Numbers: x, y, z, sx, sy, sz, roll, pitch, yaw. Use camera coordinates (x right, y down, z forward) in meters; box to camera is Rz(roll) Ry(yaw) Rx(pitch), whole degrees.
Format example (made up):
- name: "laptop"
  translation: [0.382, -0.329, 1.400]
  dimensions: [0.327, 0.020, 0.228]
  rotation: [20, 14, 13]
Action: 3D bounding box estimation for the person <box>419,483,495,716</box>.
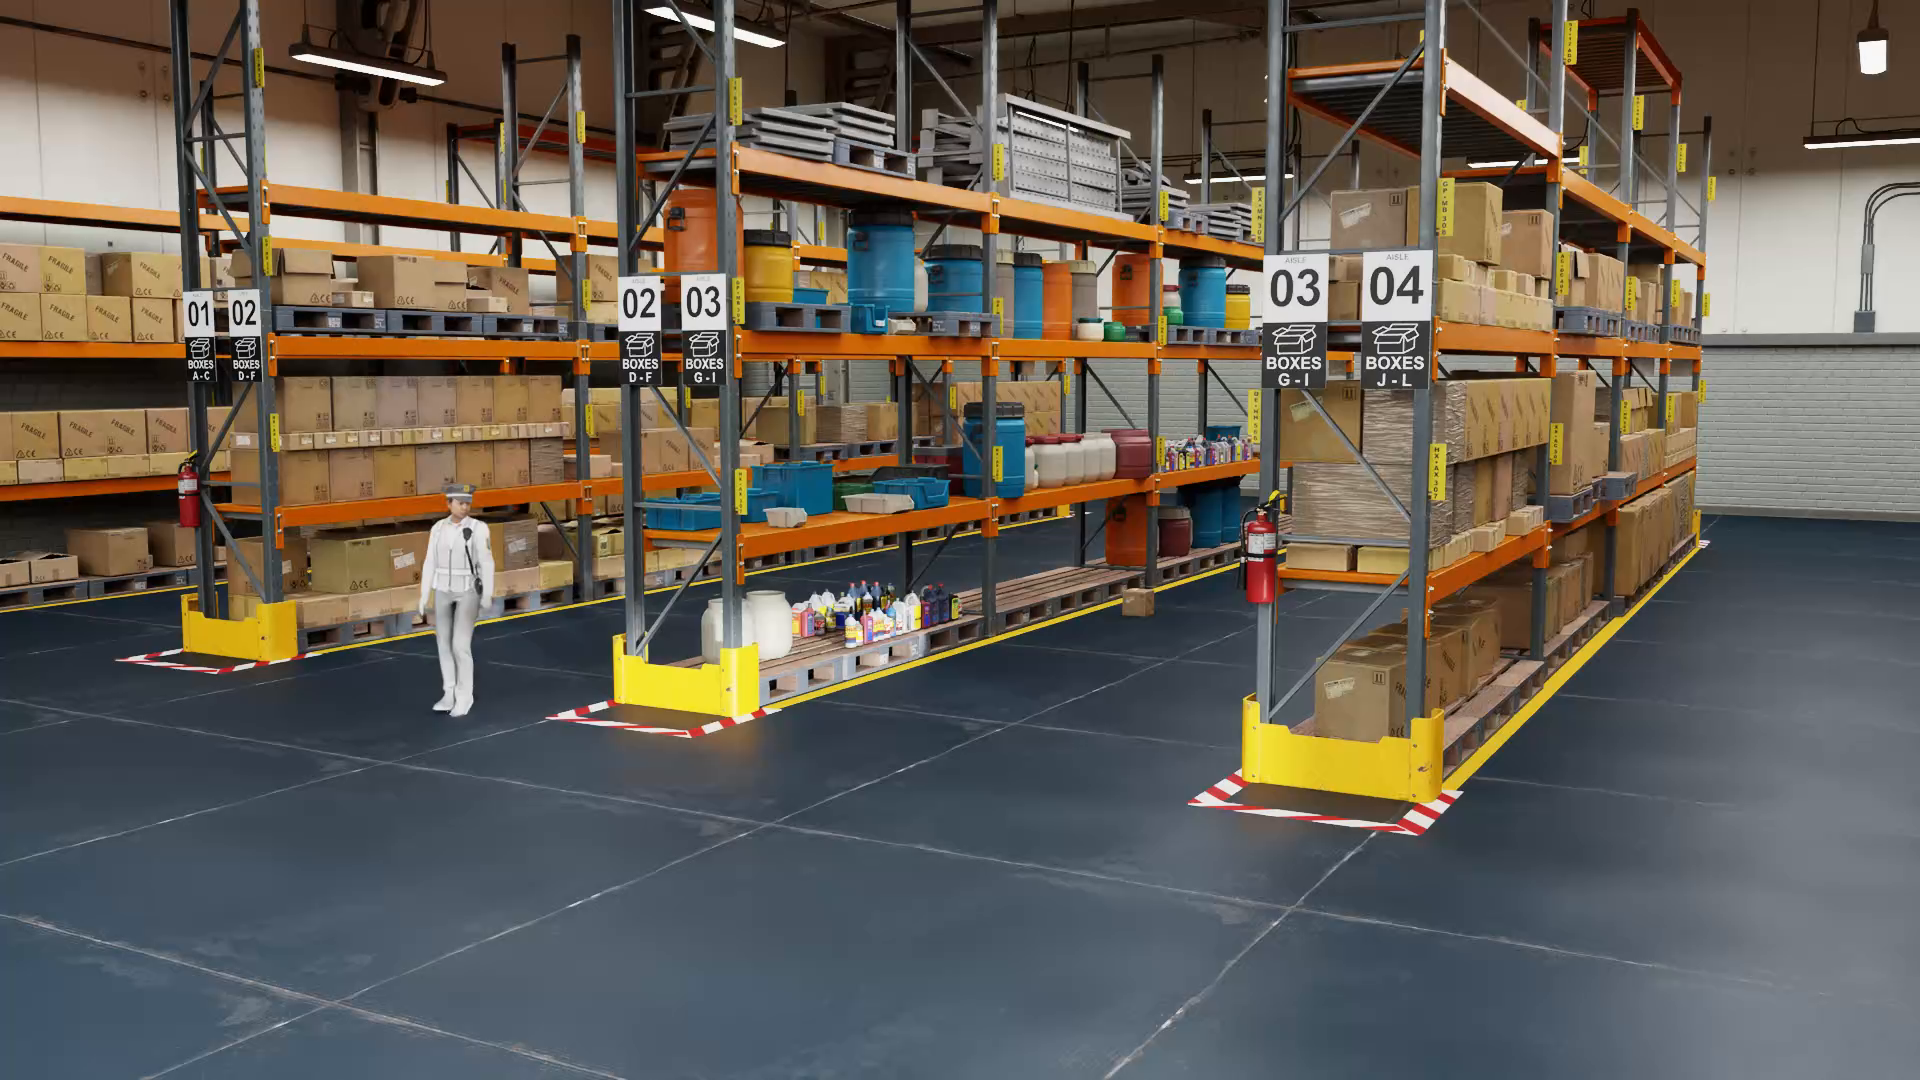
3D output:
- name: "person"
  translation: [-3.689, 0.462, 12.189]
  dimensions: [0.506, 1.761, 0.406]
  rotation: [1, 6, 10]
